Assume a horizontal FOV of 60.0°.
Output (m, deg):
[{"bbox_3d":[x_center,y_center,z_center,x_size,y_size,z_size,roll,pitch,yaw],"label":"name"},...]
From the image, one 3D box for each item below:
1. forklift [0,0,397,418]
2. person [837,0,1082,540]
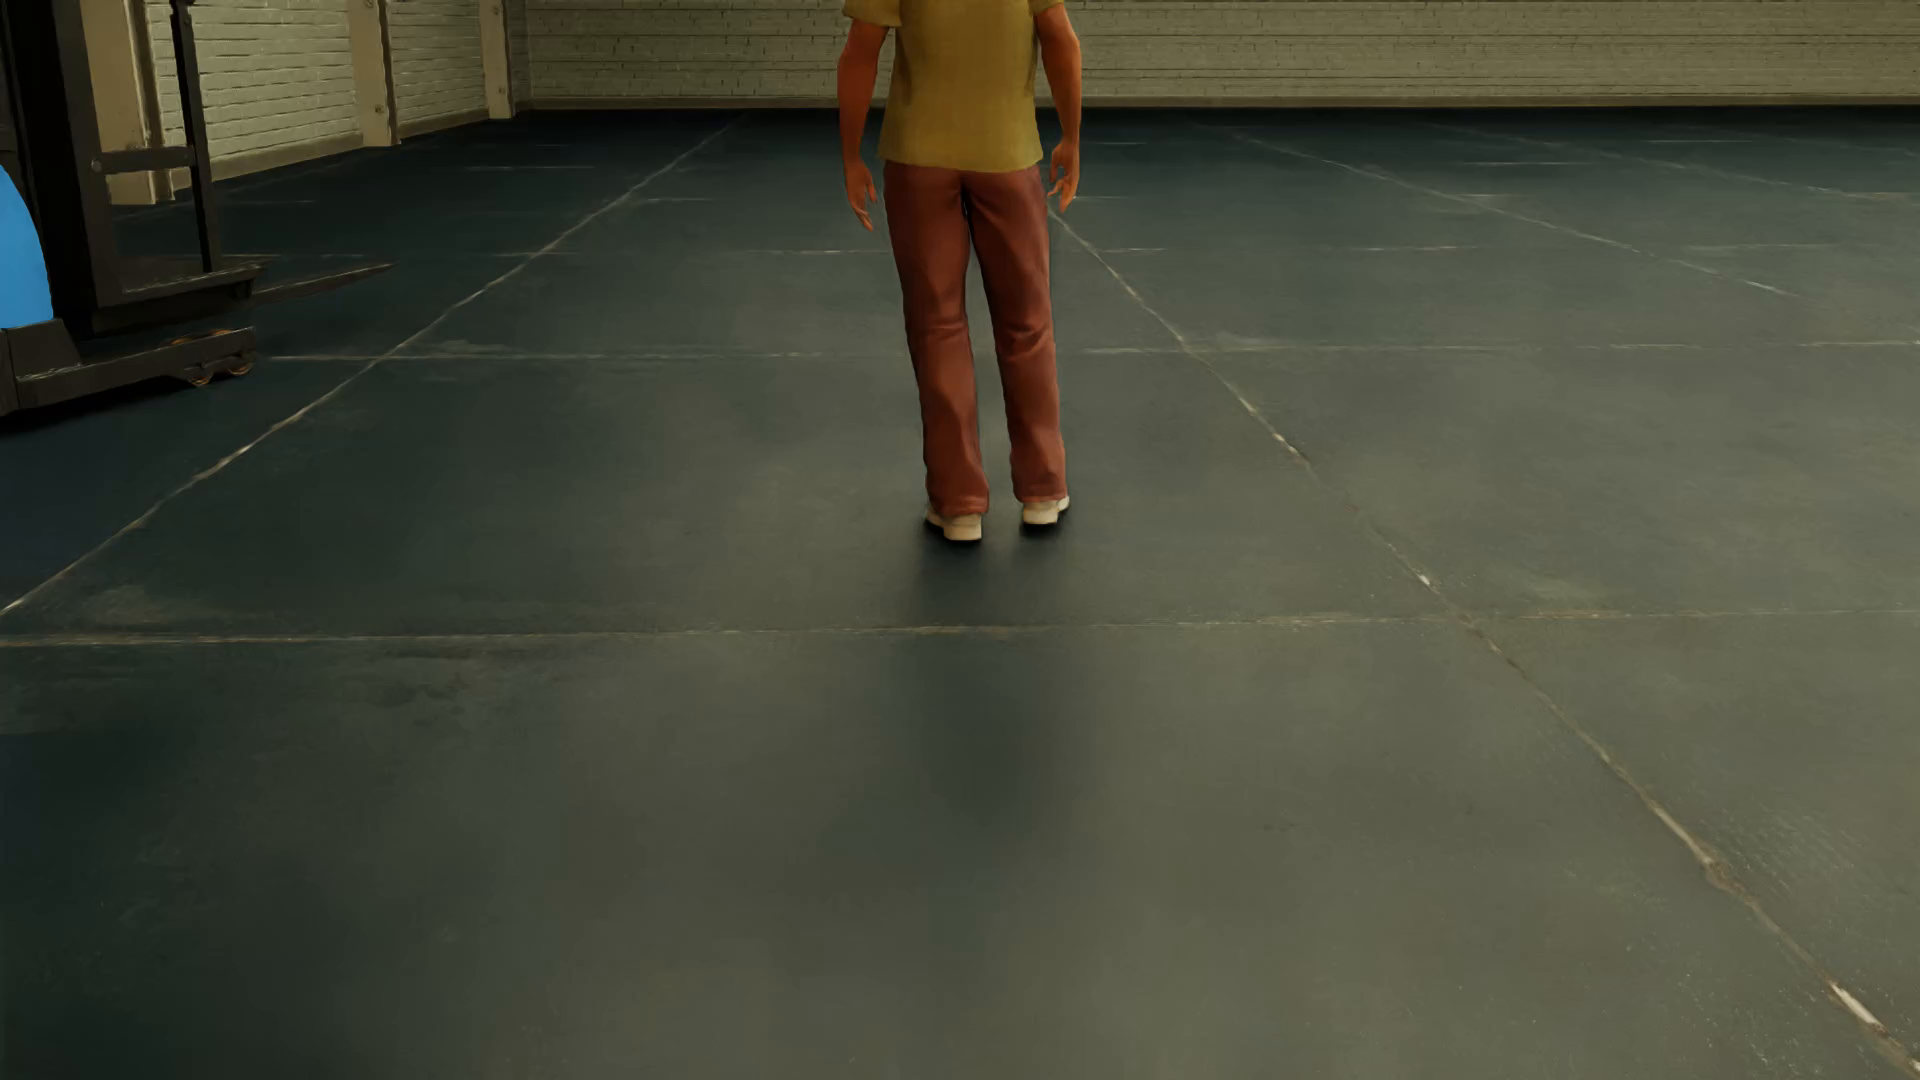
[{"bbox_3d":[-3.101,-1.944,5.261,1.130,2.935,3.031,5,18,16],"label":"forklift"},{"bbox_3d":[0.006,-0.716,3.793,0.554,1.427,0.517,-1,17,-3],"label":"person"}]
